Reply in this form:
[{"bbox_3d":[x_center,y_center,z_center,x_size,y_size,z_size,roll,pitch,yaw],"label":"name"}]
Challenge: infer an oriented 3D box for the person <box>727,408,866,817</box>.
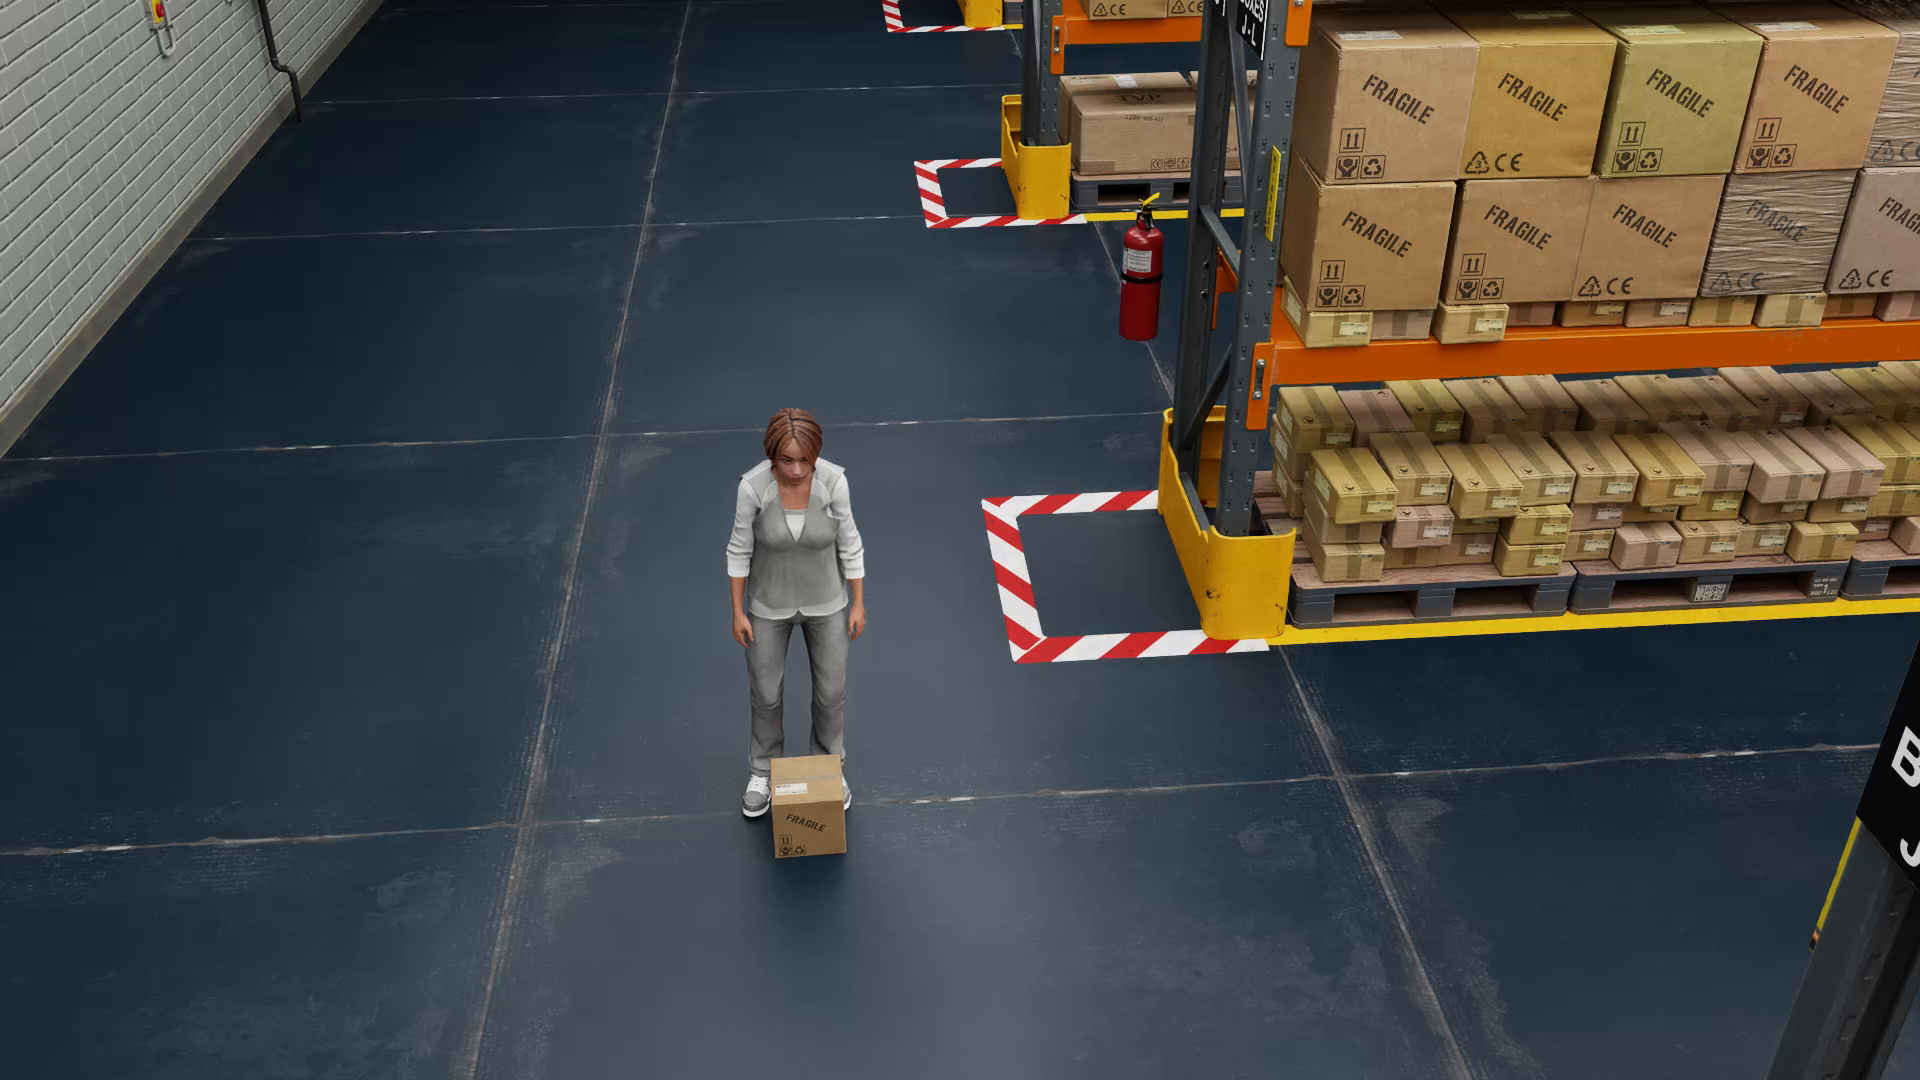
[{"bbox_3d":[-0.565,0.248,5.751,0.484,1.582,0.340,-4,32,-7],"label":"person"}]
